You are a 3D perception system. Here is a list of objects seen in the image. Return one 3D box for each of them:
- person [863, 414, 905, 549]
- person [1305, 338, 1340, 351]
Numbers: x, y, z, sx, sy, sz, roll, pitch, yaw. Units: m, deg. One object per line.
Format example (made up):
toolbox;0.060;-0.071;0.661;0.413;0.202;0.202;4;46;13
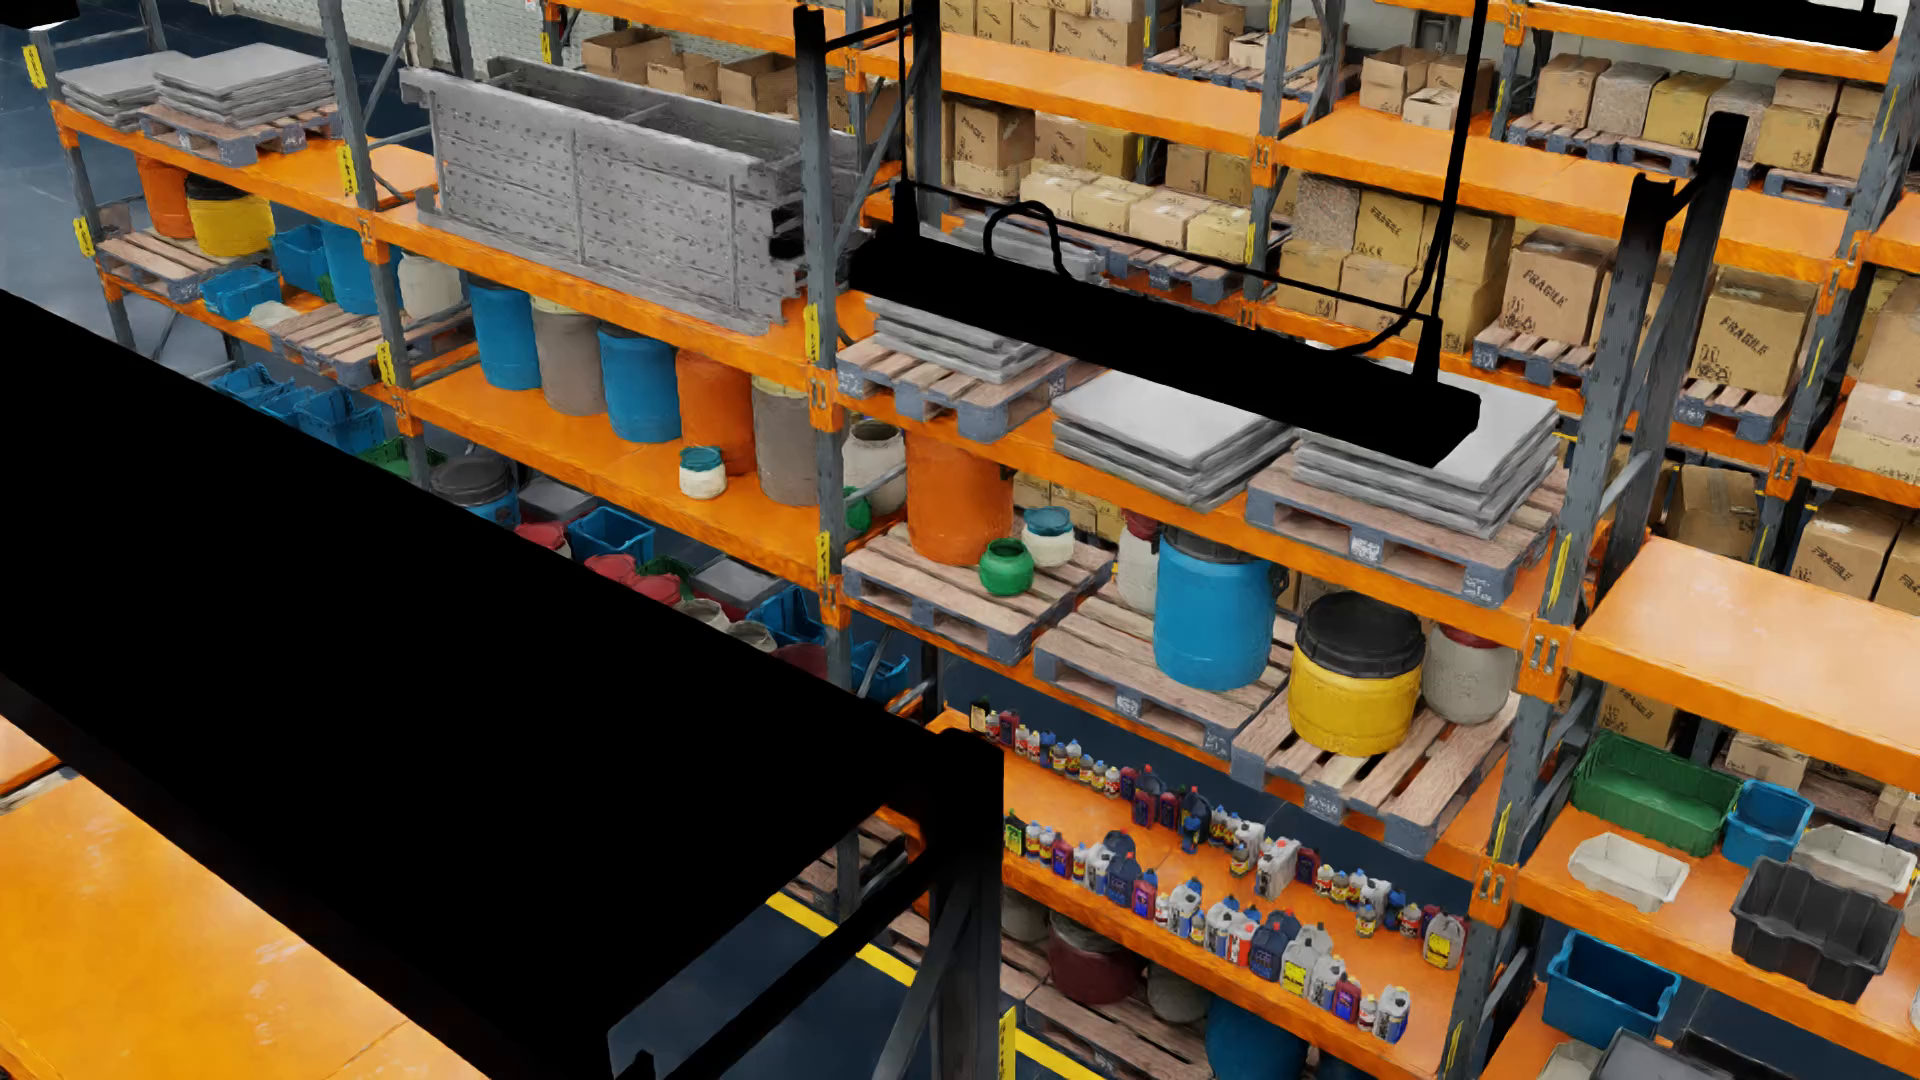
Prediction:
person;-0.641;-0.585;14.634;0.551;1.652;0.440;6;32;10
person;3.447;-1.465;16.043;0.542;1.715;0.682;20;37;29
